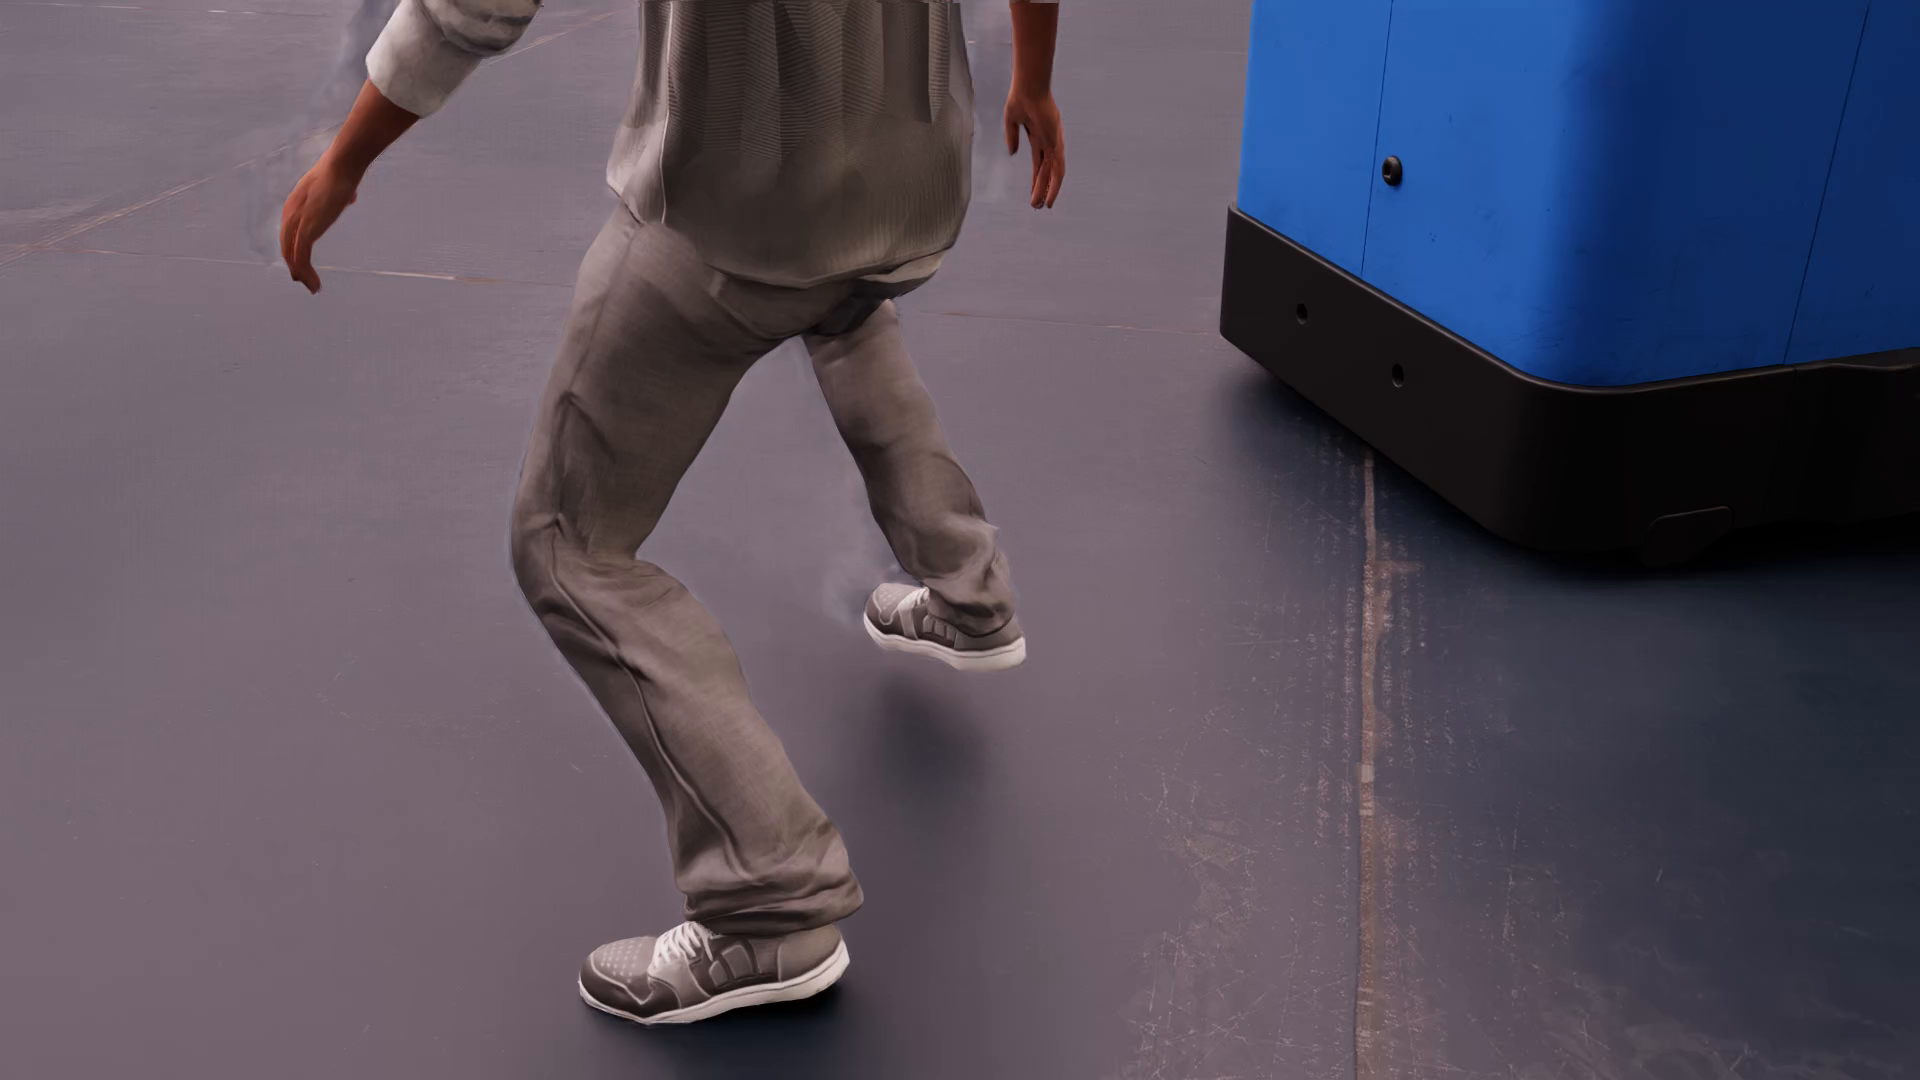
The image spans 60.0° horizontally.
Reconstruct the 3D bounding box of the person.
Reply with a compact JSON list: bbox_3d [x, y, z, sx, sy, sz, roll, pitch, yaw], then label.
[{"bbox_3d":[-0.191,-0.347,1.571,0.803,1.491,0.580,-21,34,-36],"label":"person"}]

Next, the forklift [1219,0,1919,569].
[{"bbox_3d":[2.060,-1.649,2.514,3.031,2.935,1.130,-8,28,-16],"label":"forklift"}]
